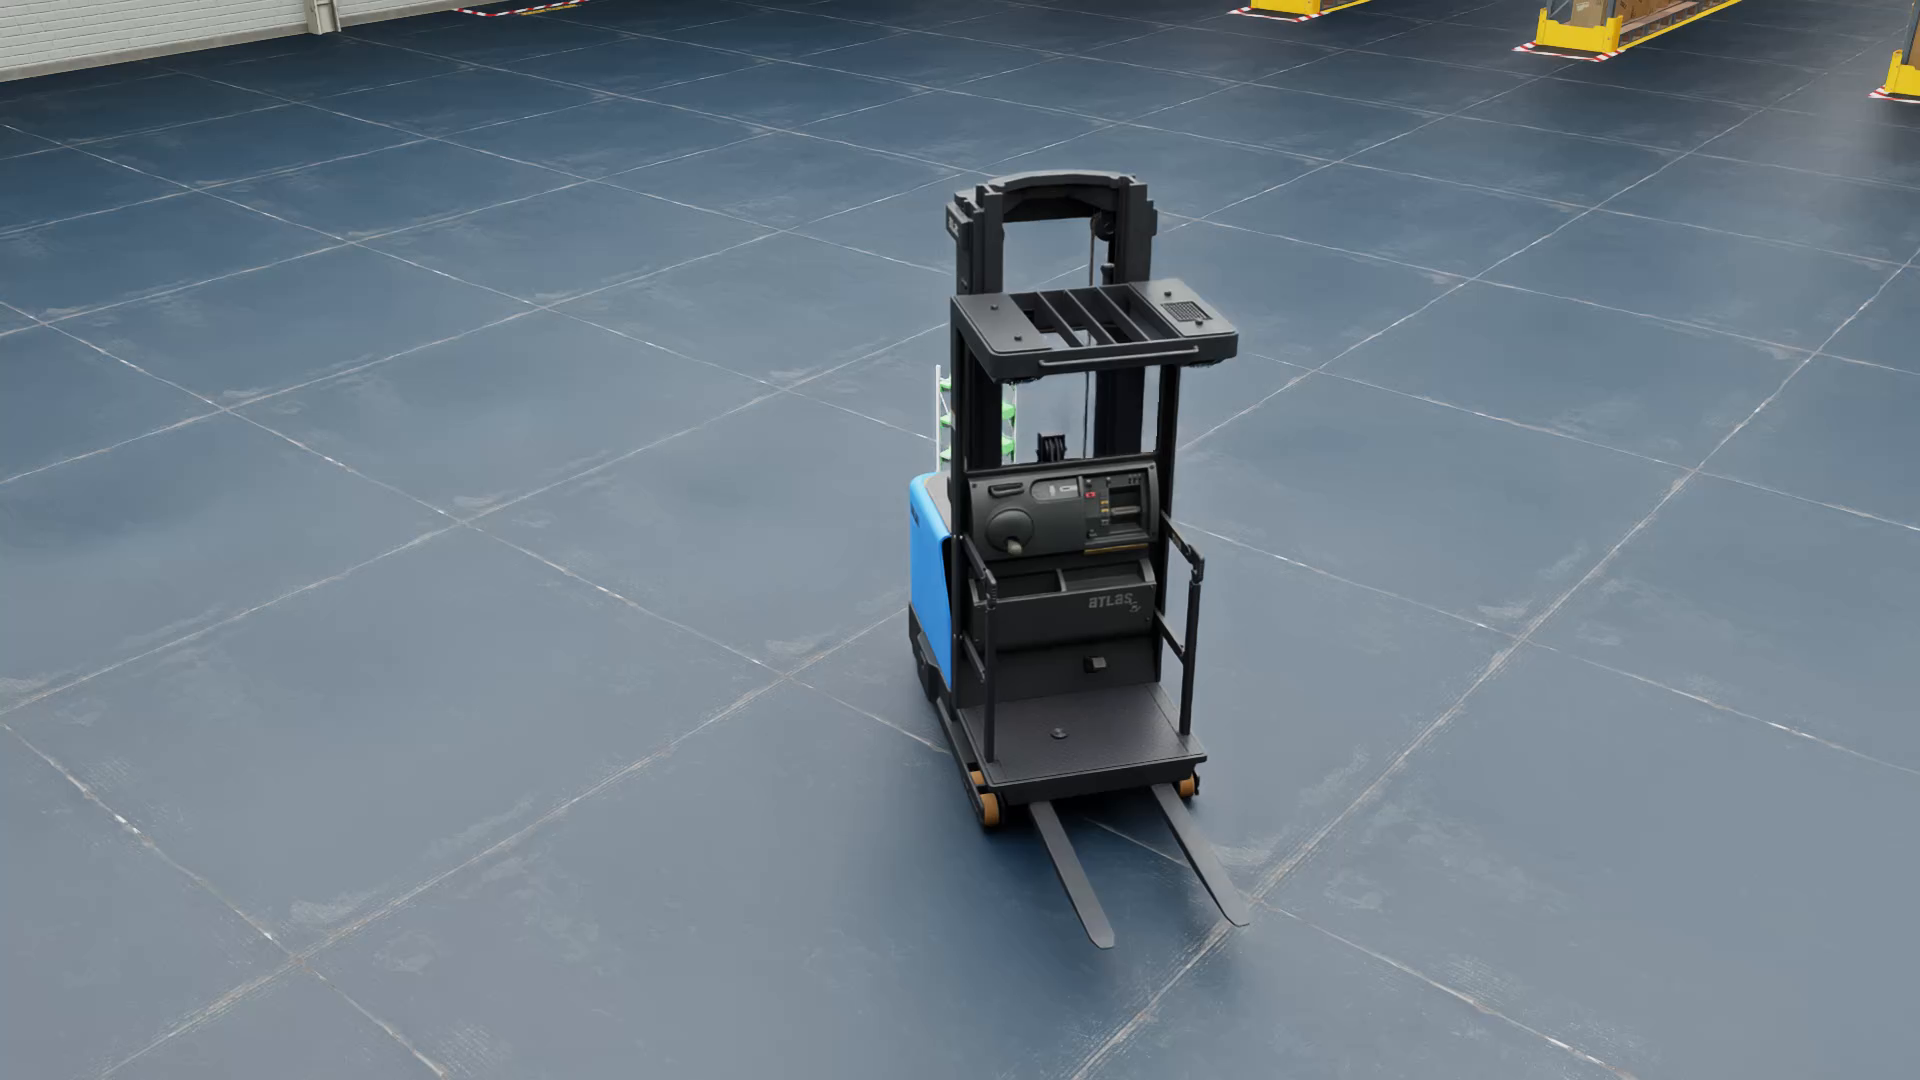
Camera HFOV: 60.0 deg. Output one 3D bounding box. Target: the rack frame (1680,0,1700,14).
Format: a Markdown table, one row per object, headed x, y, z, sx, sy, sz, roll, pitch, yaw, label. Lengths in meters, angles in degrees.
| x | y | z | sx | sy | sz | roll | pitch | yaw | label |
| --- | --- | --- | --- | --- | --- | --- | --- | --- | --- |
| 11.826 | -10.197 | 27.196 | 1.000 | 3.000 | 0.127 | 21 | 34 | 34 | rack frame |

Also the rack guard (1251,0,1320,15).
| x | y | z | sx | sy | sz | roll | pitch | yaw | label |
| --- | --- | --- | --- | --- | --- | --- | --- | --- | --- |
| 5.472 | -9.157 | 27.906 | 1.175 | 0.500 | 0.348 | 21 | 34 | 34 | rack guard |

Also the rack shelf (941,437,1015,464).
| x | y | z | sx | sy | sz | roll | pitch | yaw | label |
| --- | --- | --- | --- | --- | --- | --- | --- | --- | --- |
| 0.105 | -0.535 | 10.617 | 0.258 | 0.148 | 0.480 | 21 | 34 | 34 | rack shelf |

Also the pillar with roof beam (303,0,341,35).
| x | y | z | sx | sy | sz | roll | pitch | yaw | label |
| --- | --- | --- | --- | --- | --- | --- | --- | --- | --- |
| -6.718 | -10.774 | 21.784 | 9.100 | 9.000 | 0.400 | 21 | 34 | 34 | pillar with roof beam |

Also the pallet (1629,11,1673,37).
| x | y | z | sx | sy | sz | roll | pitch | yaw | label |
| --- | --- | --- | --- | --- | --- | --- | --- | --- | --- |
| 10.651 | -8.275 | 26.517 | 1.003 | 0.211 | 1.213 | 21 | 34 | 34 | pallet |

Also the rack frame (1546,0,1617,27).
| x | y | z | sx | sy | sz | roll | pitch | yaw | label |
| --- | --- | --- | --- | --- | --- | --- | --- | --- | --- |
| 9.282 | -8.779 | 24.455 | 1.000 | 3.000 | 0.127 | 21 | 34 | 34 | rack frame |

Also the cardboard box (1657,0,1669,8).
| x | y | z | sx | sy | sz | roll | pitch | yaw | label |
| --- | --- | --- | --- | --- | --- | --- | --- | --- | --- |
| 11.183 | -8.938 | 27.026 | 0.500 | 0.500 | 0.500 | -16 | 31 | -28 | cardboard box |

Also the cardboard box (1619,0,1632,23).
| x | y | z | sx | sy | sz | roll | pitch | yaw | label |
| --- | --- | --- | --- | --- | --- | --- | --- | --- | --- |
| 10.046 | -8.293 | 25.780 | 0.500 | 0.500 | 0.500 | -18 | 32 | -31 | cardboard box |

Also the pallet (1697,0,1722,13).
| x | y | z | sx | sy | sz | roll | pitch | yaw | label |
| --- | --- | --- | --- | --- | --- | --- | --- | --- | --- |
| 12.320 | -9.235 | 28.371 | 1.003 | 0.211 | 1.213 | 21 | 34 | 34 | pallet |

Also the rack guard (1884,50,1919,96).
| x | y | z | sx | sy | sz | roll | pitch | yaw | label |
| --- | --- | --- | --- | --- | --- | --- | --- | --- | --- |
| 13.030 | -6.174 | 22.141 | 1.175 | 0.500 | 0.348 | 21 | 34 | 34 | rack guard |

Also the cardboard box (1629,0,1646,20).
| x | y | z | sx | sy | sz | roll | pitch | yaw | label |
| --- | --- | --- | --- | --- | --- | --- | --- | --- | --- |
| 10.459 | -8.510 | 26.199 | 0.500 | 0.500 | 0.500 | 25 | 36 | 39 | cardboard box |

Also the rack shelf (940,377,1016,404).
| x | y | z | sx | sy | sz | roll | pitch | yaw | label |
| --- | --- | --- | --- | --- | --- | --- | --- | --- | --- |
| 0.105 | -0.961 | 10.397 | 0.258 | 0.148 | 0.480 | 21 | 34 | 34 | rack shelf |

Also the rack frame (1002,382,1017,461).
| x | y | z | sx | sy | sz | roll | pitch | yaw | label |
| --- | --- | --- | --- | --- | --- | --- | --- | --- | --- |
| 0.261 | -0.678 | 10.755 | 0.240 | 1.200 | 0.015 | 21 | 34 | 34 | rack frame |

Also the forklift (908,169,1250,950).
| x | y | z | sx | sy | sz | roll | pitch | yaw | label |
| --- | --- | --- | --- | --- | --- | --- | --- | --- | --- |
| 0.555 | -0.105 | 7.762 | 1.130 | 2.935 | 3.031 | -6 | 28 | -12 | forklift |

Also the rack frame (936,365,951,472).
| x | y | z | sx | sy | sz | roll | pitch | yaw | label |
| --- | --- | --- | --- | --- | --- | --- | --- | --- | --- |
| -0.050 | -0.505 | 10.421 | 0.240 | 1.200 | 0.015 | 21 | 34 | 34 | rack frame |

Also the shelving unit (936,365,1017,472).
| x | y | z | sx | sy | sz | roll | pitch | yaw | label |
| --- | --- | --- | --- | --- | --- | --- | --- | --- | --- |
| 0.105 | -0.592 | 10.588 | 0.258 | 1.200 | 0.503 | 21 | 34 | 34 | shelving unit |

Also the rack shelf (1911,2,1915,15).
| x | y | z | sx | sy | sz | roll | pitch | yaw | label |
| --- | --- | --- | --- | --- | --- | --- | --- | --- | --- |
| 14.317 | -7.683 | 23.119 | 1.077 | 0.370 | 4.000 | 21 | 34 | 34 | rack shelf |

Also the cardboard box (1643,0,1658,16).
| x | y | z | sx | sy | sz | roll | pitch | yaw | label |
| --- | --- | --- | --- | --- | --- | --- | --- | --- | --- |
| 10.848 | -8.695 | 26.556 | 0.500 | 0.500 | 0.500 | 17 | 32 | 30 | cardboard box |

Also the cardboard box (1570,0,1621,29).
| x | y | z | sx | sy | sz | roll | pitch | yaw | label |
| --- | --- | --- | --- | --- | --- | --- | --- | --- | --- |
| 9.692 | -8.071 | 25.351 | 0.500 | 0.500 | 0.500 | -21 | 34 | -35 | cardboard box |

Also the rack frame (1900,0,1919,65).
| x | y | z | sx | sy | sz | roll | pitch | yaw | label |
| --- | --- | --- | --- | --- | --- | --- | --- | --- | --- |
| 13.045 | -7.293 | 21.583 | 1.000 | 3.000 | 0.127 | 21 | 34 | 34 | rack frame |

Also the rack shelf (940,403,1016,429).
| x | y | z | sx | sy | sz | roll | pitch | yaw | label |
| --- | --- | --- | --- | --- | --- | --- | --- | --- | --- |
| 0.105 | -0.748 | 10.507 | 0.258 | 0.148 | 0.480 | 21 | 34 | 34 | rack shelf |

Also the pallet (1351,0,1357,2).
| x | y | z | sx | sy | sz | roll | pitch | yaw | label |
| --- | --- | --- | --- | --- | --- | --- | --- | --- | --- |
| 6.769 | -9.745 | 29.358 | 1.003 | 0.211 | 1.213 | 21 | 34 | 34 | pallet |

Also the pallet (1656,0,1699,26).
| x | y | z | sx | sy | sz | roll | pitch | yaw | label |
| --- | --- | --- | --- | --- | --- | --- | --- | --- | --- |
| 11.426 | -8.710 | 27.357 | 1.003 | 0.211 | 1.213 | 21 | 34 | 34 | pallet |

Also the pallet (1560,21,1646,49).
| x | y | z | sx | sy | sz | roll | pitch | yaw | label |
| --- | --- | --- | --- | --- | --- | --- | --- | --- | --- |
| 9.874 | -7.845 | 25.684 | 1.003 | 0.211 | 1.213 | 21 | 34 | 34 | pallet |

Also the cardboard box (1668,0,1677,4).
| x | y | z | sx | sy | sz | roll | pitch | yaw | label |
| --- | --- | --- | --- | --- | --- | --- | --- | --- | --- |
| 11.541 | -9.143 | 27.422 | 0.500 | 0.500 | 0.500 | 20 | 33 | 33 | cardboard box |

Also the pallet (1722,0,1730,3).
| x | y | z | sx | sy | sz | roll | pitch | yaw | label |
| --- | --- | --- | --- | --- | --- | --- | --- | --- | --- |
| 13.096 | -9.669 | 29.211 | 1.003 | 0.211 | 1.213 | 21 | 34 | 34 | pallet |

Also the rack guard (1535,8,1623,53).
| x | y | z | sx | sy | sz | roll | pitch | yaw | label |
| --- | --- | --- | --- | --- | --- | --- | --- | --- | --- |
| 9.330 | -7.695 | 25.081 | 1.175 | 0.500 | 0.348 | 21 | 34 | 34 | rack guard |

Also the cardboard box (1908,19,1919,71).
| x | y | z | sx | sy | sz | roll | pitch | yaw | label |
| --- | --- | --- | --- | --- | --- | --- | --- | --- | --- |
| 13.425 | -6.796 | 22.477 | 0.875 | 0.875 | 0.875 | 21 | 34 | 35 | cardboard box |

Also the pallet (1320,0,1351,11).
| x | y | z | sx | sy | sz | roll | pitch | yaw | label |
| --- | --- | --- | --- | --- | --- | --- | --- | --- | --- |
| 5.993 | -9.315 | 28.526 | 1.003 | 0.211 | 1.213 | 21 | 34 | 34 | pallet |
